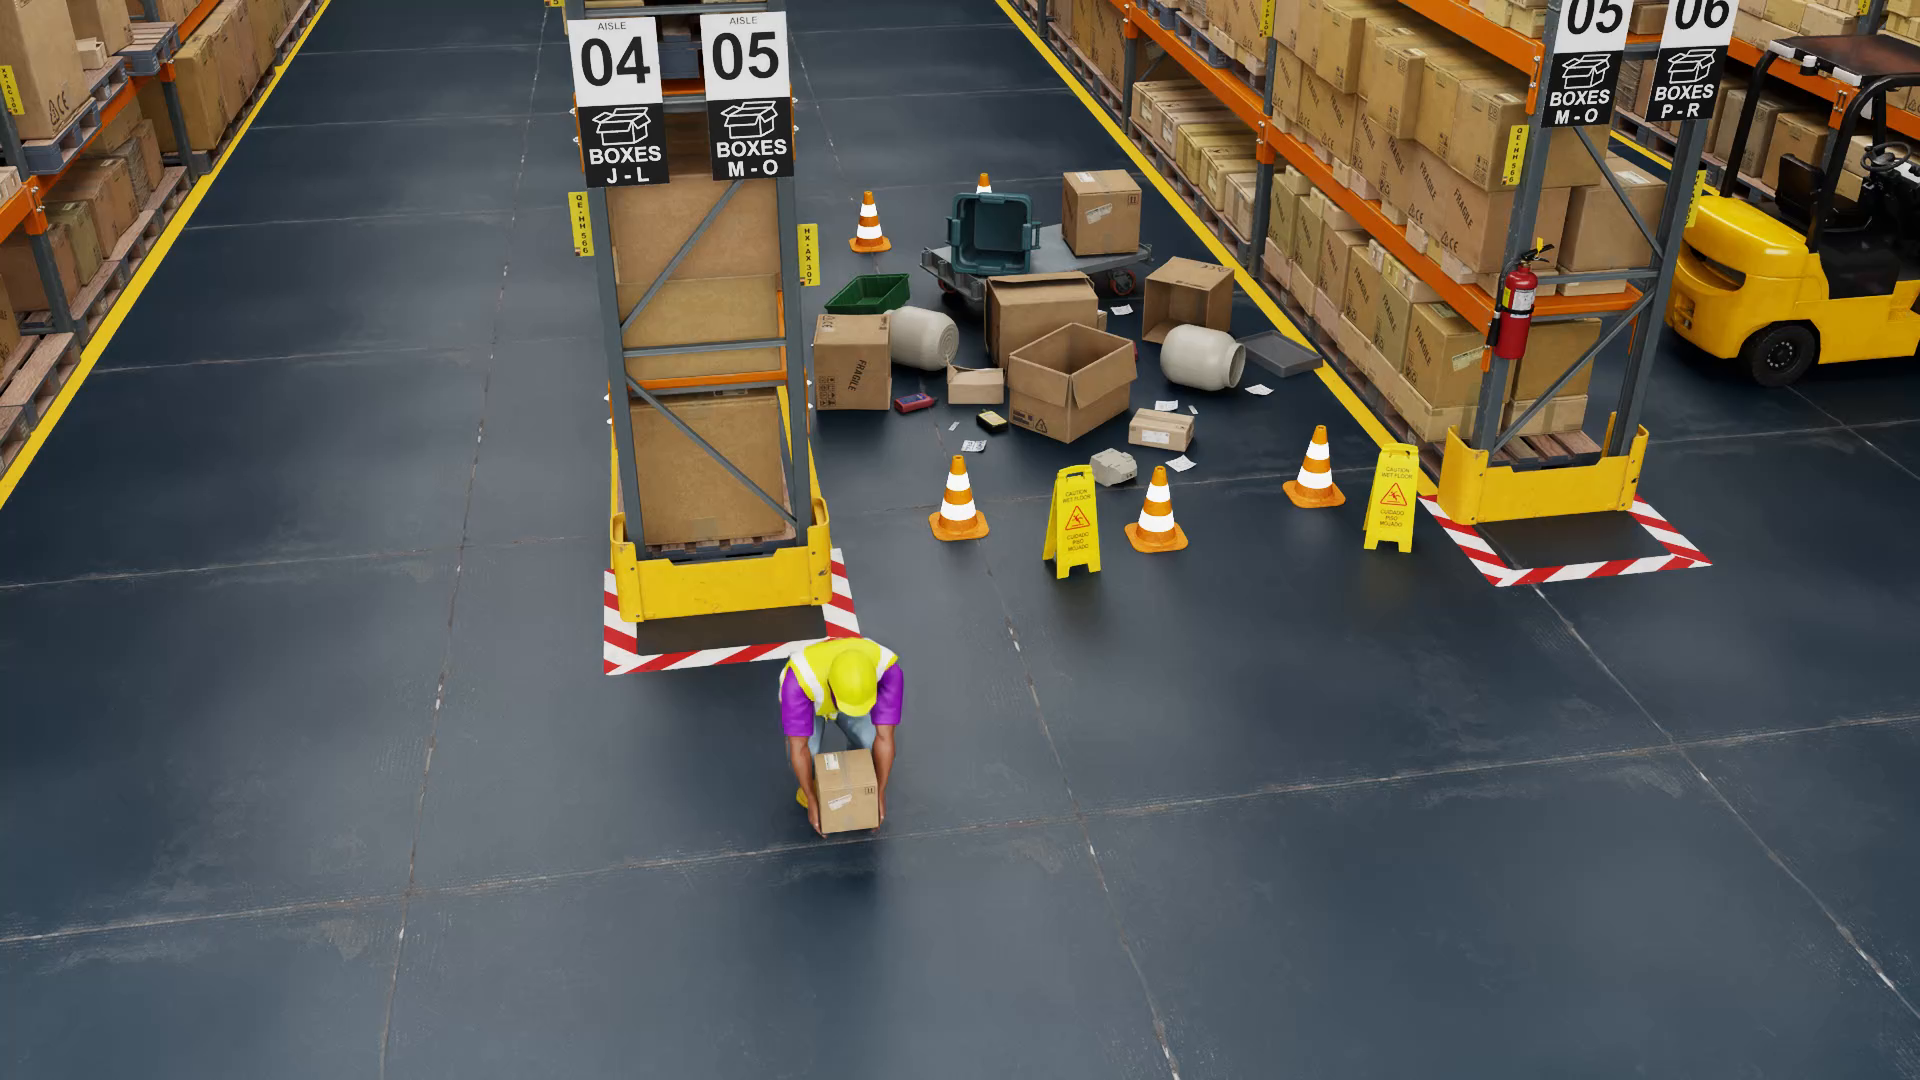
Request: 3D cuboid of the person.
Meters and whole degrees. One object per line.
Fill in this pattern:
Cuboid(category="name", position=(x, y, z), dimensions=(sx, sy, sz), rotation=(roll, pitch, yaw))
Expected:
Cuboid(category="person", position=(-0.538, 0.773, 7.557), dimensions=(0.544, 1.010, 0.830), rotation=(-6, 31, -10))
